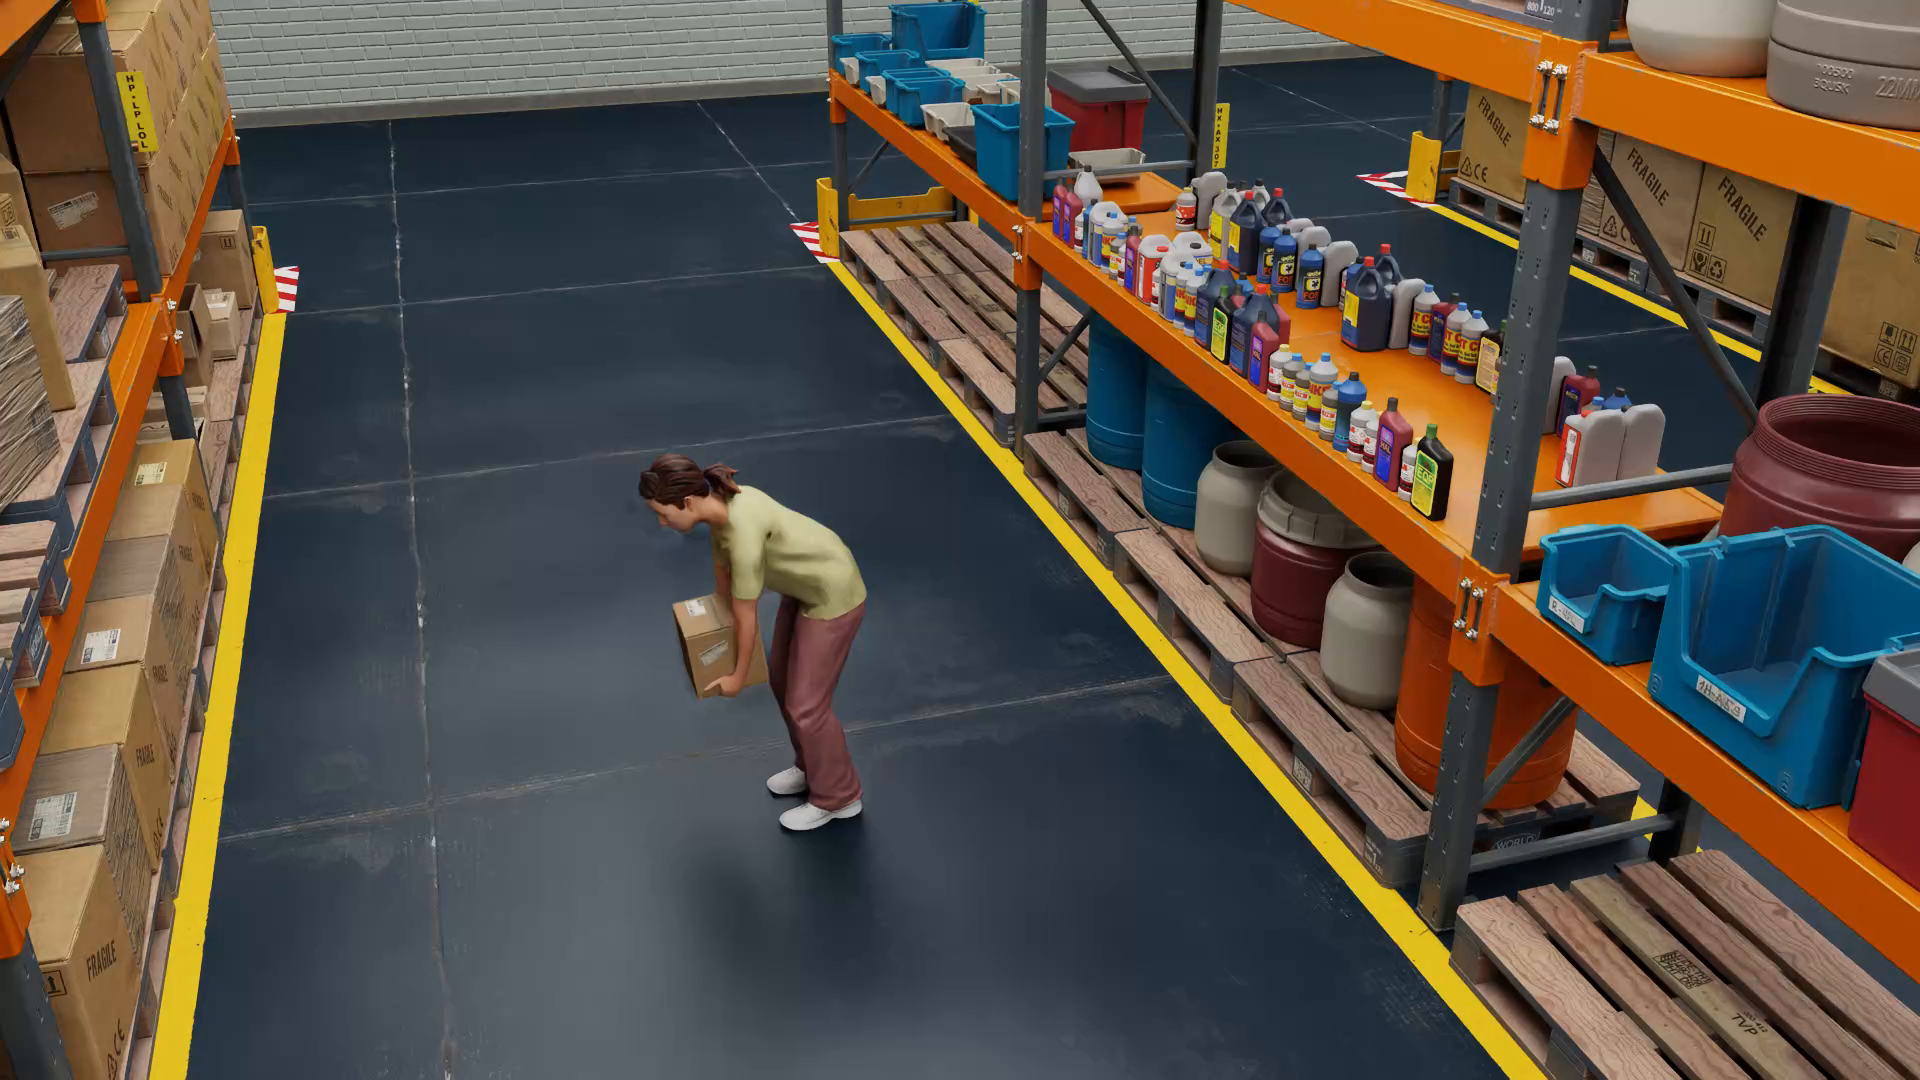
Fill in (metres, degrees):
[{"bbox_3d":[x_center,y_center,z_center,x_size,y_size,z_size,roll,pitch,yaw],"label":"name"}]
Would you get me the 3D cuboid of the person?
[{"bbox_3d":[-0.685,0.336,5.705,0.731,1.445,0.406,-9,28,-17],"label":"person"}]
